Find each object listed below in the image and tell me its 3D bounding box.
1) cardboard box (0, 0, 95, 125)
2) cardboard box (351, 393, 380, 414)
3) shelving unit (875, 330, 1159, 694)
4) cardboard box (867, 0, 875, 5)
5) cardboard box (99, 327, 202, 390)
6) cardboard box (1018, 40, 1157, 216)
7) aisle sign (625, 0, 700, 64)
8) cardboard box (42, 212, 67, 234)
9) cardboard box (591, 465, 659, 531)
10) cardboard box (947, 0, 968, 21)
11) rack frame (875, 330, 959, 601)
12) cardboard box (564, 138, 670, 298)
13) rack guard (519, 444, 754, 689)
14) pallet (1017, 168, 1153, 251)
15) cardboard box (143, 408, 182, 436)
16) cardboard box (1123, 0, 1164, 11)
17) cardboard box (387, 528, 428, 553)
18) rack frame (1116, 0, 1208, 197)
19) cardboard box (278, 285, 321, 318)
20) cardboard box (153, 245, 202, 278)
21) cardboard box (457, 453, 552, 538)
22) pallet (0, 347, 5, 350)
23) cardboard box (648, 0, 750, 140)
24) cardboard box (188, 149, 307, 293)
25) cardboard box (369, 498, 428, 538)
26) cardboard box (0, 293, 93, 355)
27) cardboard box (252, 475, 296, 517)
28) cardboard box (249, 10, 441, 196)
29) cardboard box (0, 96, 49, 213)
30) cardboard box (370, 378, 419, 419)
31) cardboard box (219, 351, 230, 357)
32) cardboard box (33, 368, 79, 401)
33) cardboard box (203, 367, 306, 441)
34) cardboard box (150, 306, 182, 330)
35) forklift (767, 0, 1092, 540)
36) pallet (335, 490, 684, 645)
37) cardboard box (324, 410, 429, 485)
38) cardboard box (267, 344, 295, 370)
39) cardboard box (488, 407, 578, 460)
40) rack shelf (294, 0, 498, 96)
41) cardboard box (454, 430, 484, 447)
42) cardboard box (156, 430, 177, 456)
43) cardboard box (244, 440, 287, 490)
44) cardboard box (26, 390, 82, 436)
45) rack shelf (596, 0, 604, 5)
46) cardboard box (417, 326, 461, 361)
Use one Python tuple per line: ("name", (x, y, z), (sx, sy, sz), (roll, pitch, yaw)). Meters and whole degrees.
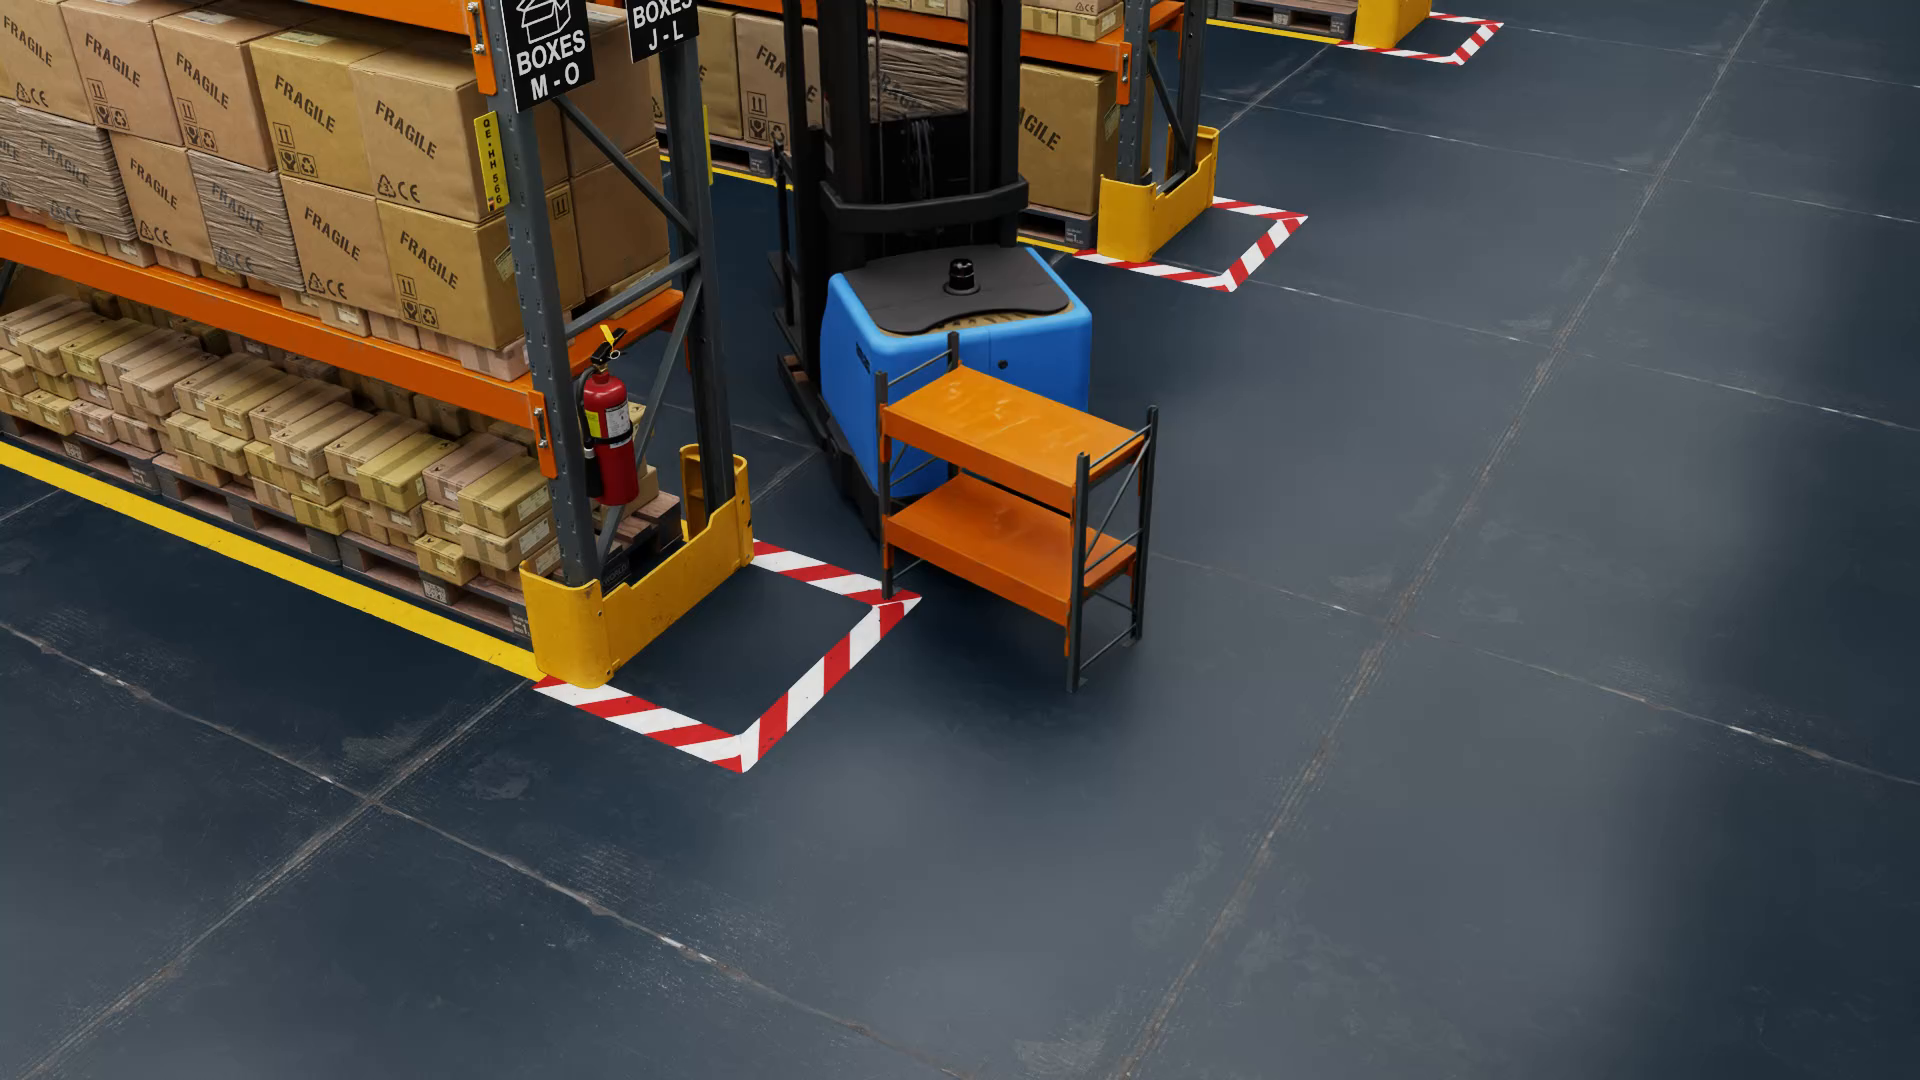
("cardboard box", (-3.615, -2.081, 6.909), (0.500, 0.500, 0.500), (18, 38, 25))
("cardboard box", (-2.789, -0.641, 7.932), (0.250, 0.149, 0.380), (20, 38, 27))
("shelving unit", (0.216, -0.130, 6.930), (1.048, 1.125, 0.538), (25, 41, 32))
("cardboard box", (-0.544, -3.544, 10.593), (0.250, 0.149, 0.380), (18, 38, 25))
("cardboard box", (-3.878, -0.860, 7.992), (0.250, 0.149, 0.380), (17, 37, 23))
("cardboard box", (0.661, -2.717, 10.662), (0.875, 0.875, 0.875), (18, 37, 24))
("aisle sign", (-1.081, -2.136, 5.906), (0.004, 0.787, 0.394), (18, 37, 24))
("cardboard box", (-3.930, -1.529, 7.567), (0.250, 0.149, 0.380), (16, 37, 22))
("cardboard box", (-1.589, -0.216, 7.562), (0.250, 0.149, 0.380), (18, 38, 25))
("cardboard box", (0.122, -3.333, 10.276), (0.250, 0.149, 0.380), (18, 38, 25))
("rack frame", (-0.175, -0.310, 7.201), (0.032, 1.125, 0.500), (25, 41, 32))
("cardboard box", (-1.545, -1.352, 6.715), (0.500, 0.500, 0.500), (19, 38, 27))
("rack guard", (-1.359, 0.090, 7.164), (0.348, 0.500, 1.175), (18, 37, 24))
("pallet", (0.523, -2.310, 11.029), (1.213, 0.211, 1.003), (18, 37, 24))
("cardboard box", (-3.656, -0.650, 7.944), (0.250, 0.149, 0.380), (19, 38, 27))
("cardboard box", (1.112, -3.441, 10.437), (0.250, 0.149, 0.380), (18, 38, 25))
("cardboard box", (-2.313, -0.099, 7.385), (0.250, 0.149, 0.380), (17, 37, 24))
("rack frame", (1.256, -3.289, 9.983), (0.127, 3.000, 1.000), (18, 37, 24))
("cardboard box", (-2.586, -1.073, 6.881), (0.250, 0.149, 0.380), (16, 37, 22))
("cardboard box", (-3.259, -1.300, 7.222), (0.250, 0.149, 0.380), (19, 38, 26))
("cardboard box", (-1.878, -0.189, 6.984), (0.250, 0.149, 0.380), (18, 38, 25))
("pallet", (-5.442, -1.083, 9.185), (1.213, 0.211, 1.003), (18, 37, 24))
("cardboard box", (-1.684, -3.459, 11.777), (0.875, 0.875, 0.875), (18, 37, 24))
("cardboard box", (-2.700, -1.374, 6.748), (0.500, 0.500, 0.500), (18, 38, 25))
("cardboard box", (-2.345, -0.192, 7.256), (0.250, 0.149, 0.380), (16, 37, 23))
("cardboard box", (-4.569, -1.071, 8.309), (0.250, 0.149, 0.380), (19, 38, 26))
("cardboard box", (-3.014, -0.285, 7.665), (0.250, 0.149, 0.380), (18, 38, 25))
("cardboard box", (-2.253, -1.657, 6.271), (0.500, 0.500, 0.500), (16, 37, 23))
("cardboard box", (-4.028, -1.805, 7.396), (0.500, 0.500, 0.500), (18, 37, 24))
("cardboard box", (-2.526, -0.731, 7.798), (0.250, 0.149, 0.380), (19, 38, 26))
("cardboard box", (-3.683, -0.958, 8.408), (0.250, 0.149, 0.380), (18, 38, 25))
("cardboard box", (-4.345, -0.862, 8.263), (0.250, 0.149, 0.380), (18, 38, 25))
("cardboard box", (-3.225, -0.629, 7.645), (0.250, 0.149, 0.380), (18, 38, 25))
("cardboard box", (-3.866, -1.177, 8.468), (0.250, 0.149, 0.380), (17, 37, 24))
("forklift", (-0.348, -2.016, 8.133), (1.130, 2.935, 3.031), (-11, 35, -15))
("pallet", (-2.047, -0.031, 7.605), (1.213, 0.211, 1.003), (18, 37, 24))
("cardboard box", (-2.549, -0.398, 7.298), (0.250, 0.149, 0.380), (16, 37, 23))
("cardboard box", (-3.159, -0.970, 8.156), (0.250, 0.149, 0.380), (16, 37, 23))
("cardboard box", (-1.878, -0.491, 7.438), (0.250, 0.149, 0.380), (18, 38, 25))
("rack shelf", (-3.029, -2.429, 6.634), (4.000, 0.370, 1.077), (18, 37, 24))
("cardboard box", (-2.086, -0.437, 7.624), (0.250, 0.149, 0.380), (18, 38, 25))
("cardboard box", (-3.640, -0.544, 8.054), (0.250, 0.149, 0.380), (16, 37, 22))
("cardboard box", (-3.014, -0.407, 7.580), (0.250, 0.149, 0.380), (20, 38, 27))
("cardboard box", (-4.378, -0.690, 8.273), (0.250, 0.149, 0.380), (19, 38, 26))
("rack shelf", (-3.953, -4.640, 12.660), (4.000, 0.370, 1.077), (18, 37, 24))
("cardboard box", (-1.913, -0.865, 6.570), (0.250, 0.149, 0.380), (18, 37, 24))
